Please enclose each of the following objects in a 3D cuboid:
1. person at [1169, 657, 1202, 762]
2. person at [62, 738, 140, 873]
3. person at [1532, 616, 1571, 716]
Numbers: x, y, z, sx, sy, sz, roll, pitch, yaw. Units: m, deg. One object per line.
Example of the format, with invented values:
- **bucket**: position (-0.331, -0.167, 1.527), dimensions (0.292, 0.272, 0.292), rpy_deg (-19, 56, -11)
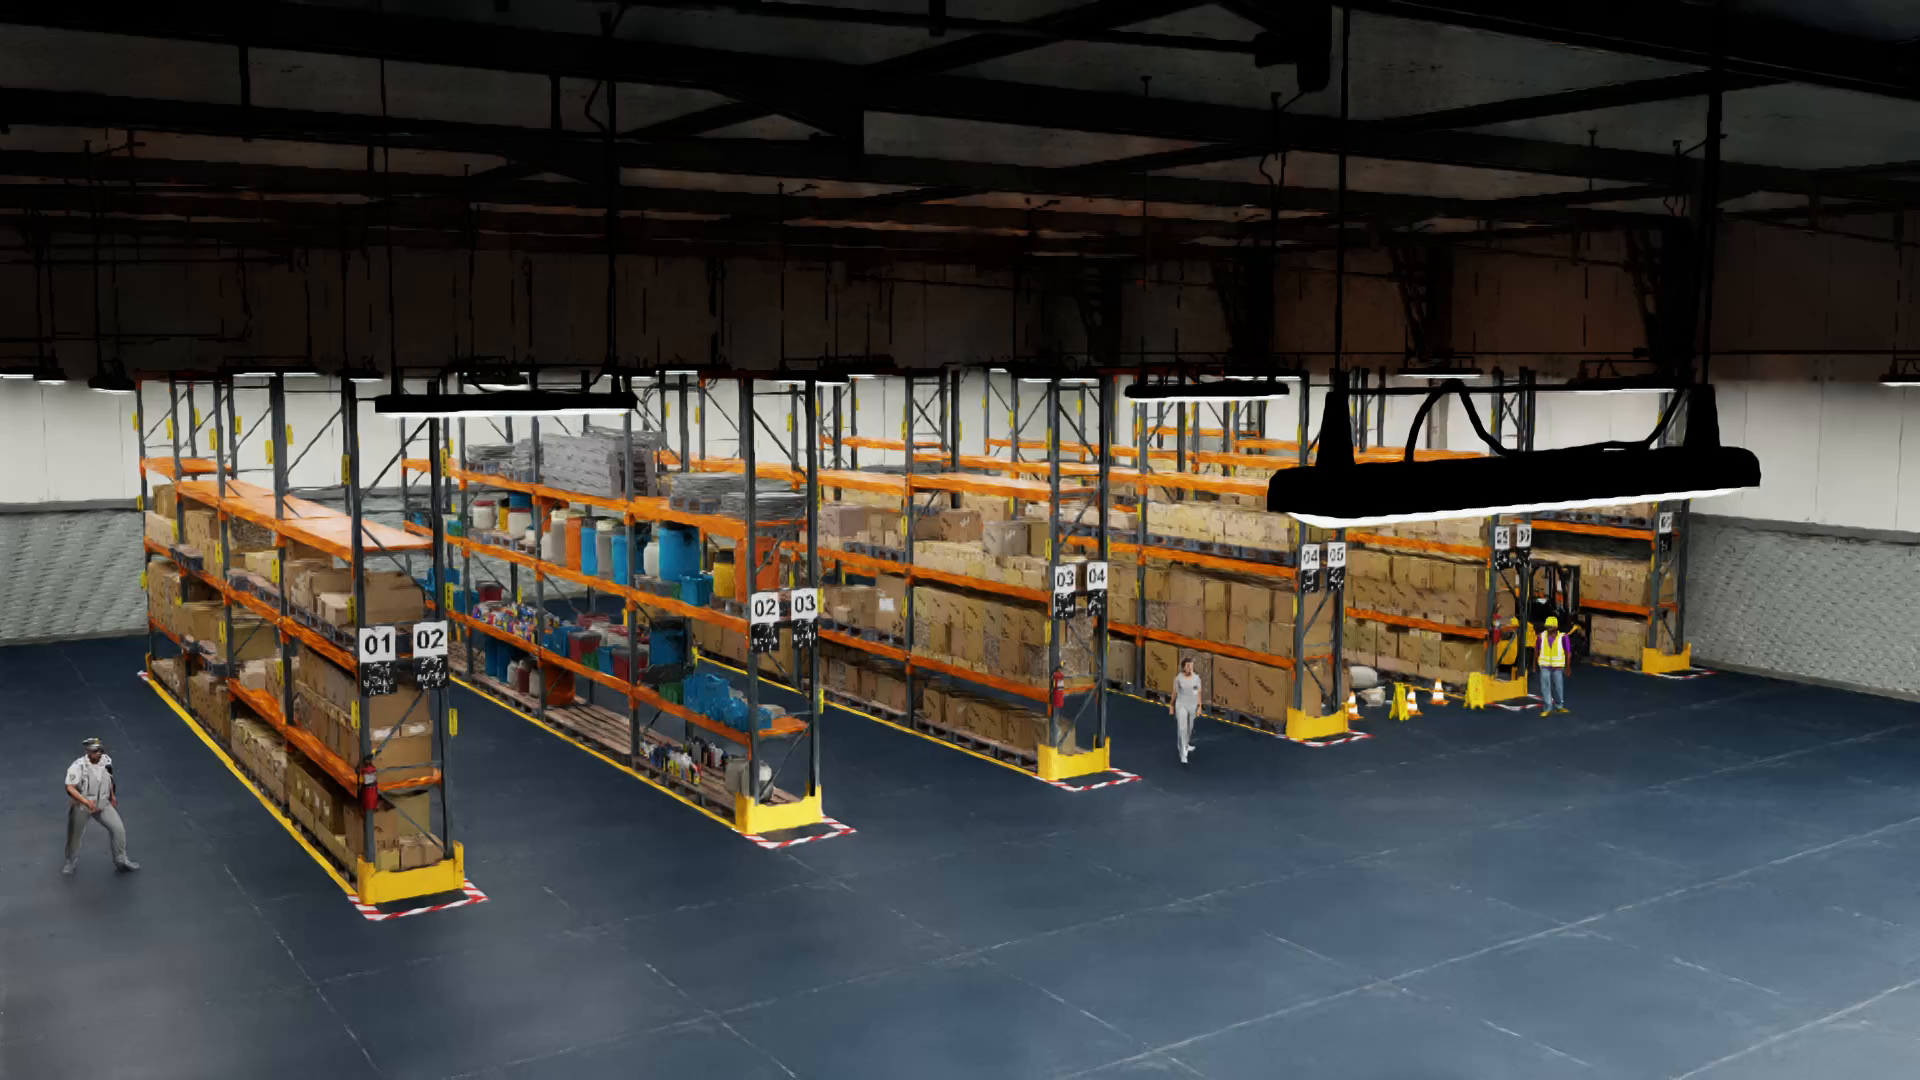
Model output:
- **person**: position (3.534, 2.608, 25.962), dimensions (0.491, 1.606, 0.952), rpy_deg (-1, 7, -13)
- **person**: position (-10.536, 3.205, 20.226), dimensions (0.833, 1.695, 0.706), rpy_deg (5, 8, 38)
- **person**: position (10.353, 2.191, 29.063), dimensions (0.662, 1.758, 0.550), rpy_deg (3, 7, 27)
